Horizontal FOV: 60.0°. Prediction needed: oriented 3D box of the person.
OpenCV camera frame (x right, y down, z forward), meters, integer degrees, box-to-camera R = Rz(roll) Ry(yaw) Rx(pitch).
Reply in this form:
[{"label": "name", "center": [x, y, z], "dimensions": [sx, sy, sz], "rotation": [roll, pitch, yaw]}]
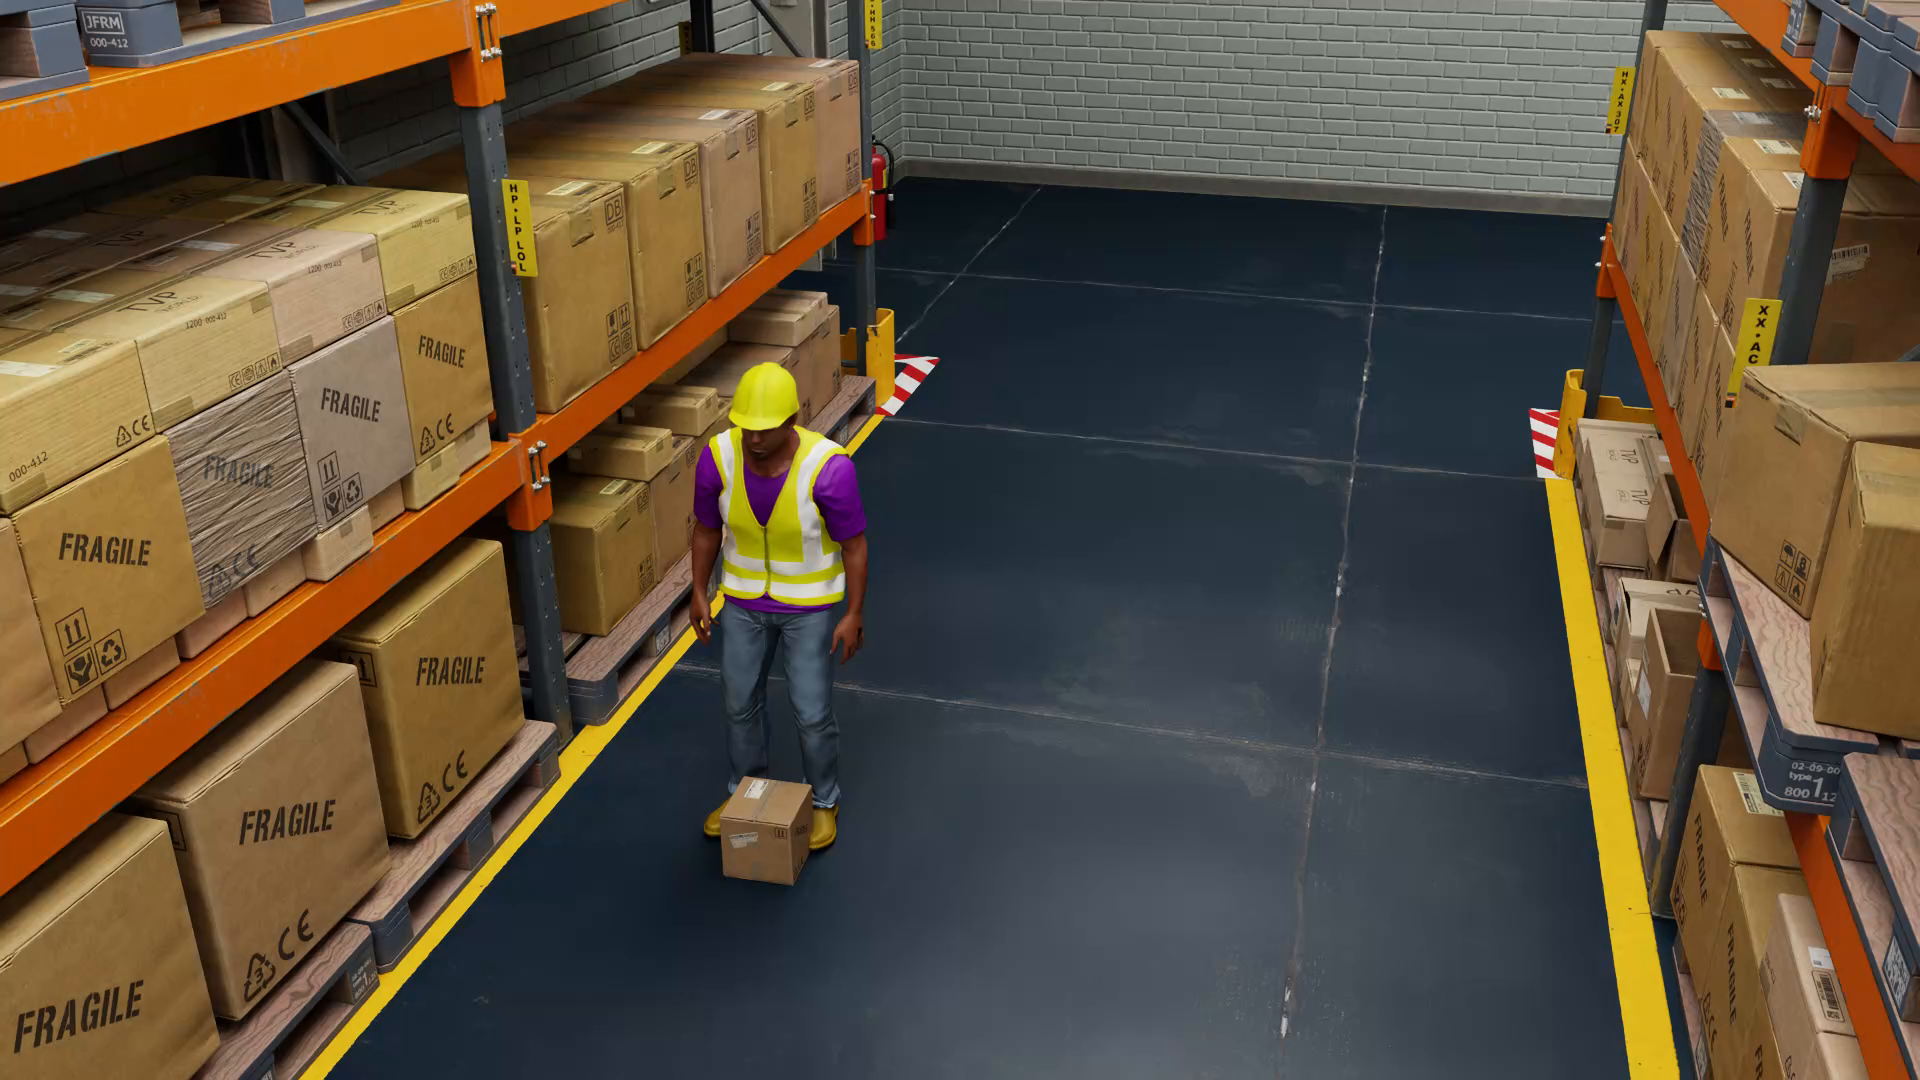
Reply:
[{"label": "person", "center": [-0.619, 0.222, 5.616], "dimensions": [0.625, 1.760, 0.459], "rotation": [6, 26, 13]}]
